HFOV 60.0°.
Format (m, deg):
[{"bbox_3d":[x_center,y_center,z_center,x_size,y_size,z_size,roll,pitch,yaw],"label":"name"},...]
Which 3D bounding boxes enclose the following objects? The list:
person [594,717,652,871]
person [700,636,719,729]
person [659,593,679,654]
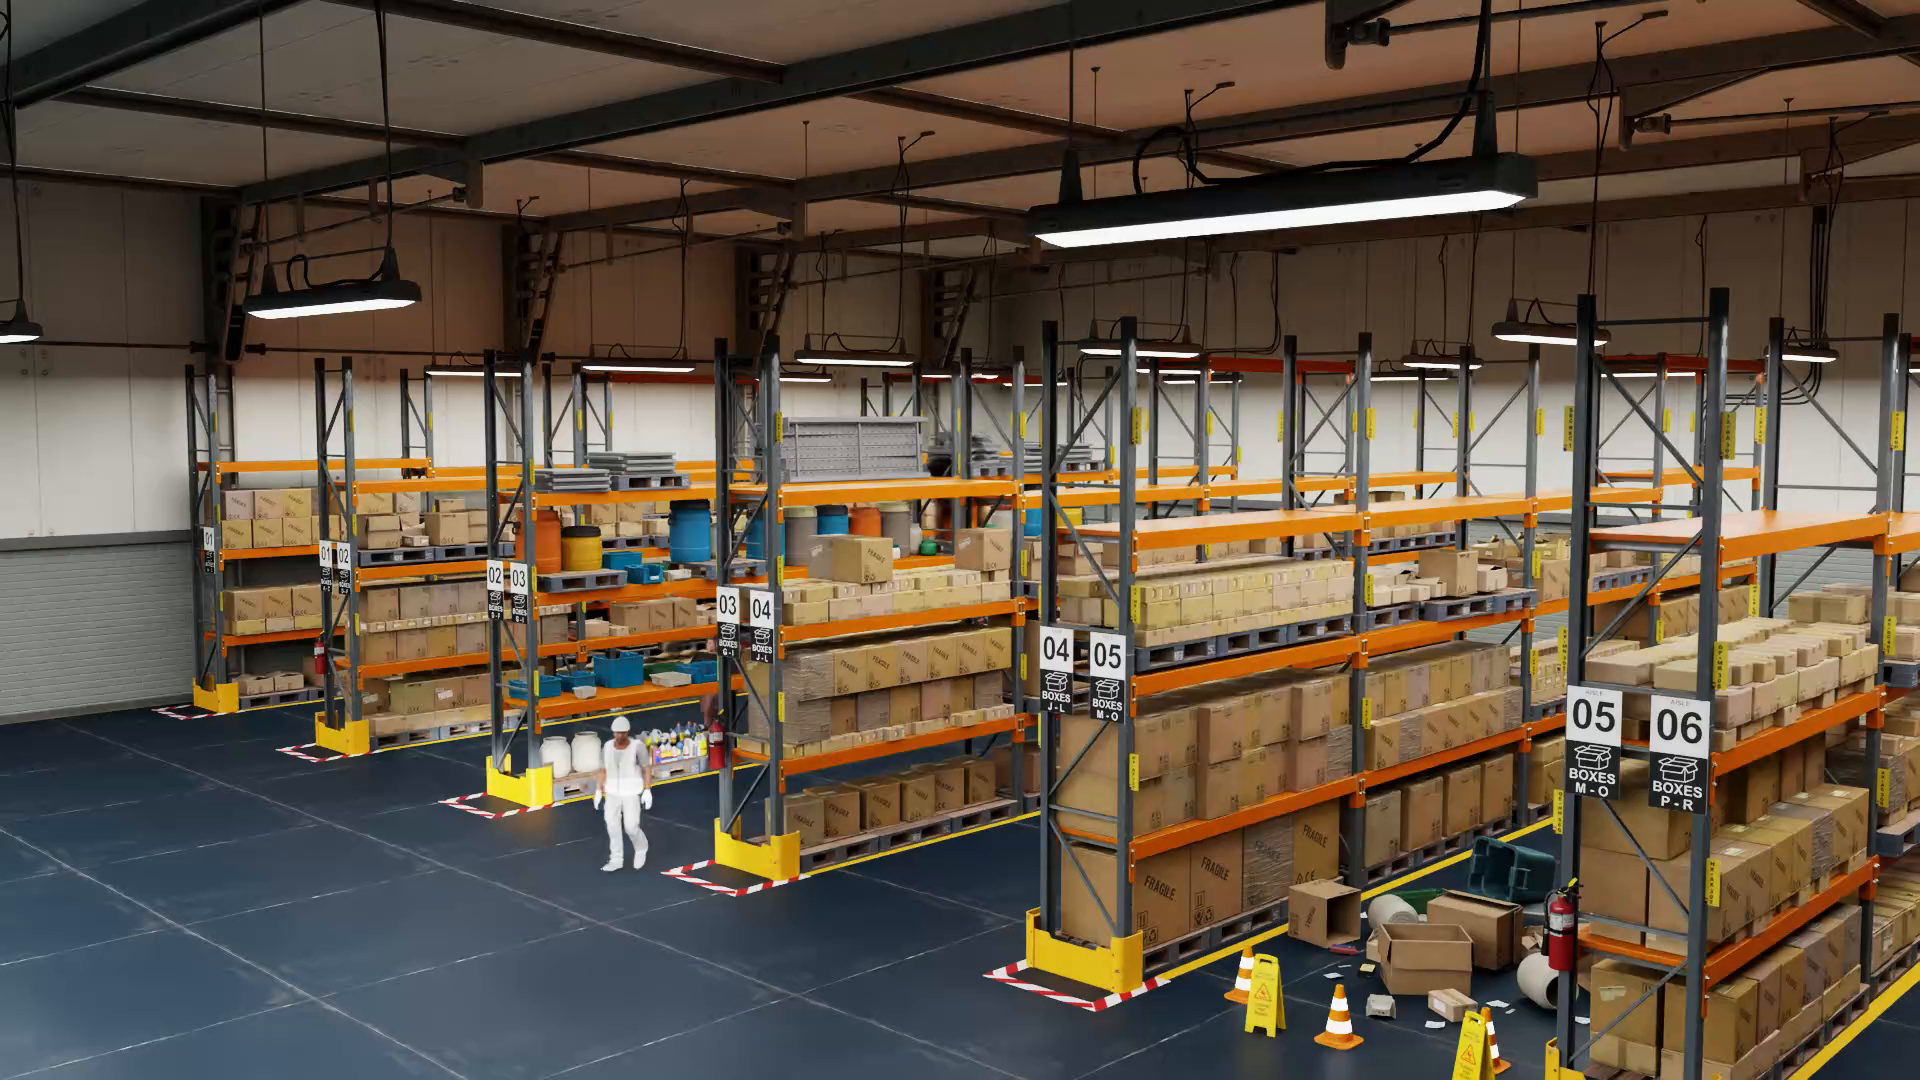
[{"bbox_3d":[-3.766,2.855,18.699,0.636,1.781,0.512,1,4,11],"label":"person"},{"bbox_3d":[-3.900,2.338,26.372,0.587,1.639,0.746,3,5,30],"label":"person"},{"bbox_3d":[-5.593,1.869,32.288,0.672,1.732,0.815,4,6,39],"label":"person"}]
